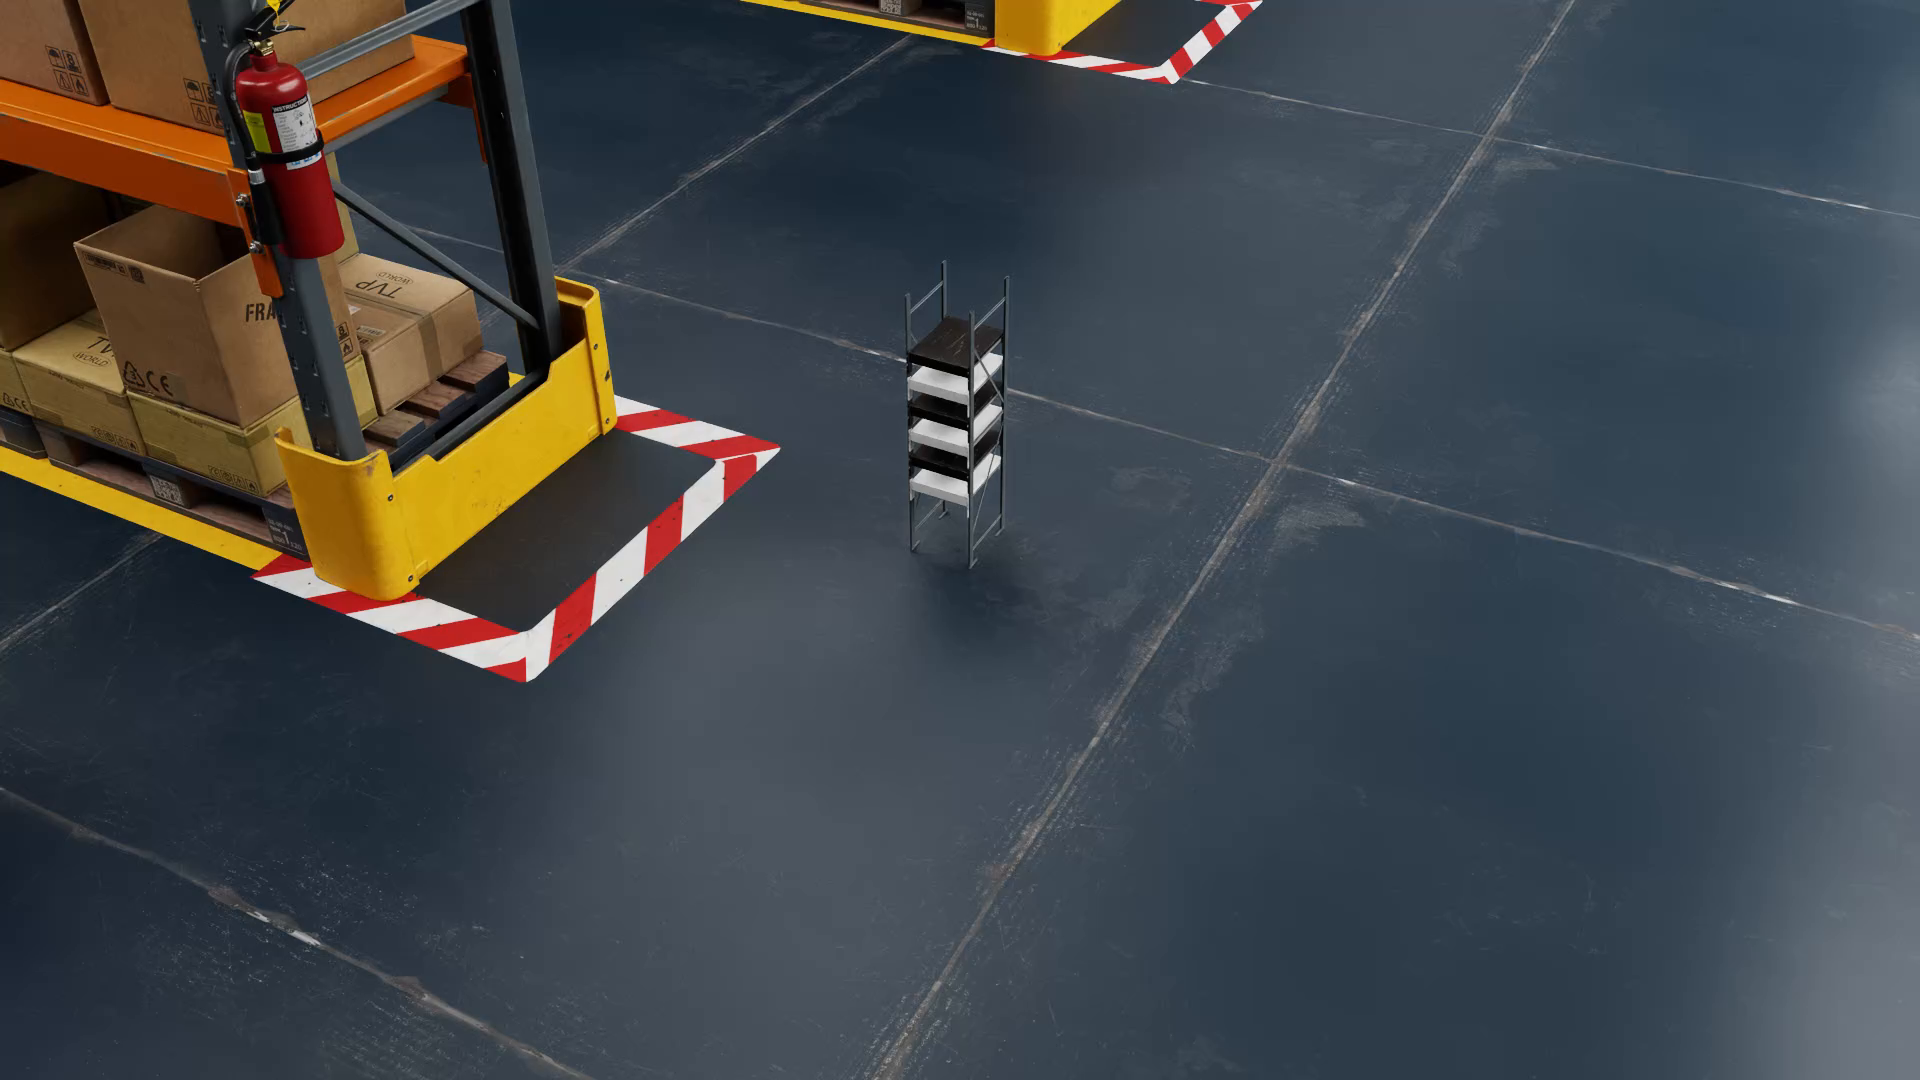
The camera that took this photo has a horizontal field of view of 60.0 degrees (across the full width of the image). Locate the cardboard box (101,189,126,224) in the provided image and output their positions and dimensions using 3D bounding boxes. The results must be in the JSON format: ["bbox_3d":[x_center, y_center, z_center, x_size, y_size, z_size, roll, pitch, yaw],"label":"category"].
[{"bbox_3d":[-2.882,-1.273,5.753,0.500,0.500,0.500,17,41,21],"label":"cardboard box"}]

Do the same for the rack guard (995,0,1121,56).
[{"bbox_3d":[0.579,-3.022,8.818,0.348,0.500,1.175,17,41,21],"label":"rack guard"}]

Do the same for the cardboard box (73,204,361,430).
[{"bbox_3d":[-2.227,-0.724,5.029,0.500,0.500,0.500,17,41,21],"label":"cardboard box"}]

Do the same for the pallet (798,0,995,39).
[{"bbox_3d":[-0.140,-3.136,9.207,1.213,0.211,1.003,17,41,21],"label":"pallet"}]

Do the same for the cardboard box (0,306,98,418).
[{"bbox_3d":[-3.120,-0.697,5.614,0.500,0.250,0.500,17,41,21],"label":"cardboard box"}]

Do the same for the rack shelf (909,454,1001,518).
[{"bbox_3d":[-0.007,-0.191,5.110,0.200,0.077,0.258,17,41,21],"label":"rack shelf"}]

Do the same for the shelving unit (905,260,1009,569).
[{"bbox_3d":[-0.007,-0.361,4.981,0.210,0.900,0.258,17,41,21],"label":"shelving unit"}]

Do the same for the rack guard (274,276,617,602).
[{"bbox_3d":[-1.592,-0.362,5.313,0.348,0.500,1.175,17,41,21],"label":"rack guard"}]

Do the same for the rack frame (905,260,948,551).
[{"bbox_3d":[-0.097,-0.389,5.018,0.006,0.900,0.240,17,41,21],"label":"rack frame"}]

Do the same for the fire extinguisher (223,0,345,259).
[{"bbox_3d":[-1.722,-1.051,4.217,0.183,0.674,0.296,17,41,21],"label":"fire extinguisher"}]

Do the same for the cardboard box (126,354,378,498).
[{"bbox_3d":[-2.226,-0.426,5.258,0.500,0.250,0.500,17,41,21],"label":"cardboard box"}]

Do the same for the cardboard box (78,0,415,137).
[{"bbox_3d":[-2.022,-1.540,4.716,0.500,0.500,0.700,17,41,22],"label":"cardboard box"}]

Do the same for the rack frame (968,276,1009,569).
[{"bbox_3d":[0.083,-0.332,4.944,0.006,0.900,0.240,17,41,21],"label":"rack frame"}]

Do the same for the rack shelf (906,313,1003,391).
[{"bbox_3d":[-0.007,-0.549,4.838,0.200,0.077,0.258,17,41,21],"label":"rack shelf"}]

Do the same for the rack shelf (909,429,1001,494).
[{"bbox_3d":[-0.007,-0.262,5.055,0.200,0.077,0.258,17,41,21],"label":"rack shelf"}]

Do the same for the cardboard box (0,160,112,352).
[{"bbox_3d":[-3.121,-0.994,5.385,0.500,0.500,0.500,17,41,21],"label":"cardboard box"}]

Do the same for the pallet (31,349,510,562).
[{"bbox_3d":[-2.312,-0.443,5.659,1.213,0.211,1.003,17,41,21],"label":"pallet"}]

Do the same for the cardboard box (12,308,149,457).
[{"bbox_3d":[-2.675,-0.559,5.432,0.500,0.250,0.500,17,41,21],"label":"cardboard box"}]

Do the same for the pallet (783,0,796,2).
[{"bbox_3d":[-1.220,-3.476,9.655,1.213,0.211,1.003,17,41,21],"label":"pallet"}]

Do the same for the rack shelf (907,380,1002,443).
[{"bbox_3d":[-0.007,-0.406,4.947,0.200,0.077,0.258,17,41,21],"label":"rack shelf"}]

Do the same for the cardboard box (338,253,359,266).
[{"bbox_3d":[-2.433,-0.841,5.805,0.500,0.250,0.500,17,41,21],"label":"cardboard box"}]

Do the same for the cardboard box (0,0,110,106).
[{"bbox_3d":[-2.491,-1.684,4.905,0.500,0.500,0.700,18,41,23],"label":"cardboard box"}]

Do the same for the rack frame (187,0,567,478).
[{"bbox_3d":[-1.614,-1.364,4.566,0.127,3.000,1.000,17,41,21],"label":"rack frame"}]

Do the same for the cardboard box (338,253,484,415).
[{"bbox_3d":[-1.987,-0.704,5.624,0.500,0.250,0.500,17,41,21],"label":"cardboard box"}]

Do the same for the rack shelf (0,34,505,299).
[{"bbox_3d":[-3.389,-1.633,5.516,4.000,0.370,1.077,17,41,21],"label":"rack shelf"}]

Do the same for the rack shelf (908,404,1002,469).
[{"bbox_3d":[-0.007,-0.334,5.001,0.200,0.077,0.258,17,41,21],"label":"rack shelf"}]

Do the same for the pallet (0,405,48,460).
[{"bbox_3d":[-3.391,-0.783,6.107,1.213,0.211,1.003,17,41,21],"label":"pallet"}]

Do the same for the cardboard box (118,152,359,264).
[{"bbox_3d":[-2.432,-1.141,5.579,0.500,0.500,0.500,17,41,21],"label":"cardboard box"}]

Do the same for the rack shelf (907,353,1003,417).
[{"bbox_3d":[-0.007,-0.478,4.892,0.200,0.077,0.258,17,41,21],"label":"rack shelf"}]
